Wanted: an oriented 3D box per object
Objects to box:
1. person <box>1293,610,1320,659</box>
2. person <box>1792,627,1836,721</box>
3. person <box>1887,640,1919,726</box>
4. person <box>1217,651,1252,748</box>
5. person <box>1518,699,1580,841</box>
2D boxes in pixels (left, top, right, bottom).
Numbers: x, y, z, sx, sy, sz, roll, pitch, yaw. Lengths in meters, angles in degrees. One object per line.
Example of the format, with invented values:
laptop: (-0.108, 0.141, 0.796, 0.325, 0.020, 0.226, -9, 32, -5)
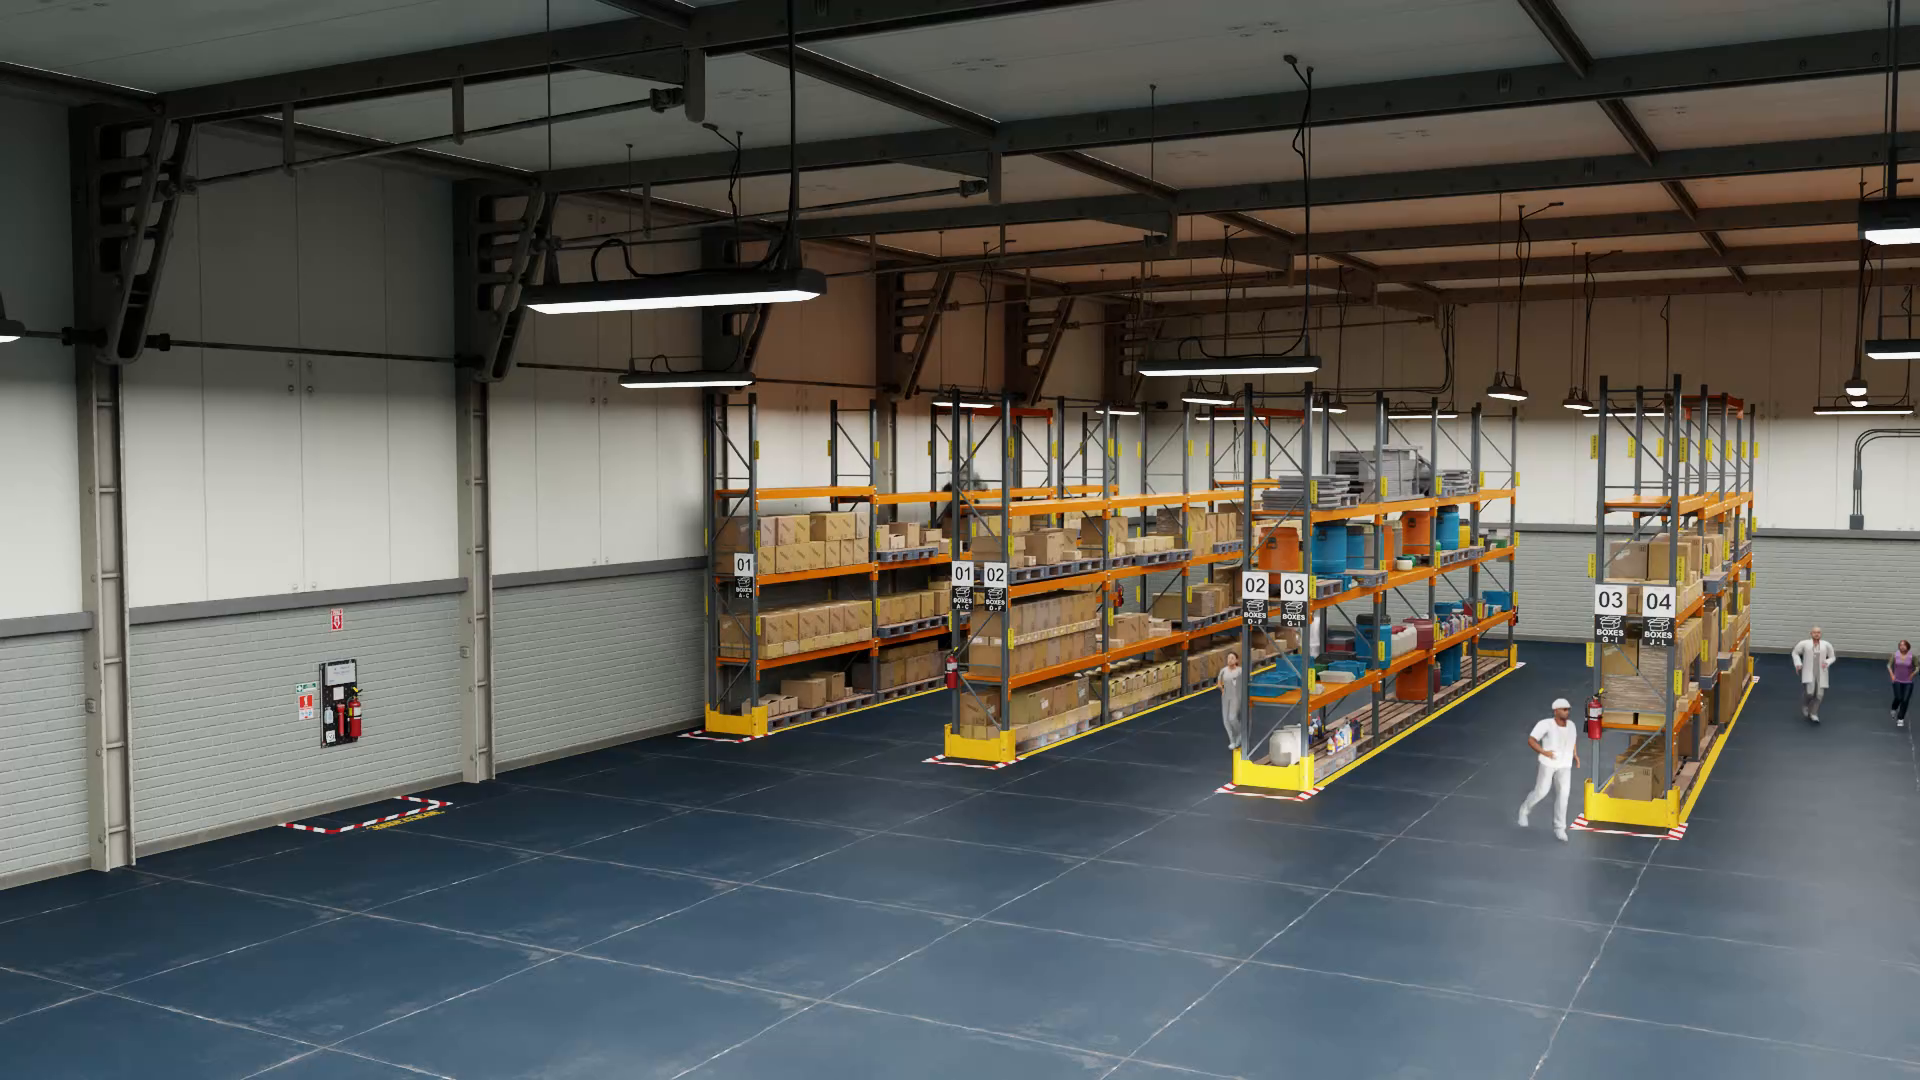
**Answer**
person: (7.292, 2.238, 34.831, 0.676, 1.760, 0.639, 1, 3, 23)
person: (15.756, 2.475, 30.652, 0.705, 1.738, 0.621, 1, 3, 18)
person: (17.152, 2.603, 30.233, 0.525, 1.554, 0.562, 2, 4, 29)
person: (4.541, 2.680, 27.767, 0.550, 1.633, 0.571, 2, 4, 31)
person: (7.777, 2.947, 21.651, 0.758, 1.758, 0.951, 0, 3, -9)
